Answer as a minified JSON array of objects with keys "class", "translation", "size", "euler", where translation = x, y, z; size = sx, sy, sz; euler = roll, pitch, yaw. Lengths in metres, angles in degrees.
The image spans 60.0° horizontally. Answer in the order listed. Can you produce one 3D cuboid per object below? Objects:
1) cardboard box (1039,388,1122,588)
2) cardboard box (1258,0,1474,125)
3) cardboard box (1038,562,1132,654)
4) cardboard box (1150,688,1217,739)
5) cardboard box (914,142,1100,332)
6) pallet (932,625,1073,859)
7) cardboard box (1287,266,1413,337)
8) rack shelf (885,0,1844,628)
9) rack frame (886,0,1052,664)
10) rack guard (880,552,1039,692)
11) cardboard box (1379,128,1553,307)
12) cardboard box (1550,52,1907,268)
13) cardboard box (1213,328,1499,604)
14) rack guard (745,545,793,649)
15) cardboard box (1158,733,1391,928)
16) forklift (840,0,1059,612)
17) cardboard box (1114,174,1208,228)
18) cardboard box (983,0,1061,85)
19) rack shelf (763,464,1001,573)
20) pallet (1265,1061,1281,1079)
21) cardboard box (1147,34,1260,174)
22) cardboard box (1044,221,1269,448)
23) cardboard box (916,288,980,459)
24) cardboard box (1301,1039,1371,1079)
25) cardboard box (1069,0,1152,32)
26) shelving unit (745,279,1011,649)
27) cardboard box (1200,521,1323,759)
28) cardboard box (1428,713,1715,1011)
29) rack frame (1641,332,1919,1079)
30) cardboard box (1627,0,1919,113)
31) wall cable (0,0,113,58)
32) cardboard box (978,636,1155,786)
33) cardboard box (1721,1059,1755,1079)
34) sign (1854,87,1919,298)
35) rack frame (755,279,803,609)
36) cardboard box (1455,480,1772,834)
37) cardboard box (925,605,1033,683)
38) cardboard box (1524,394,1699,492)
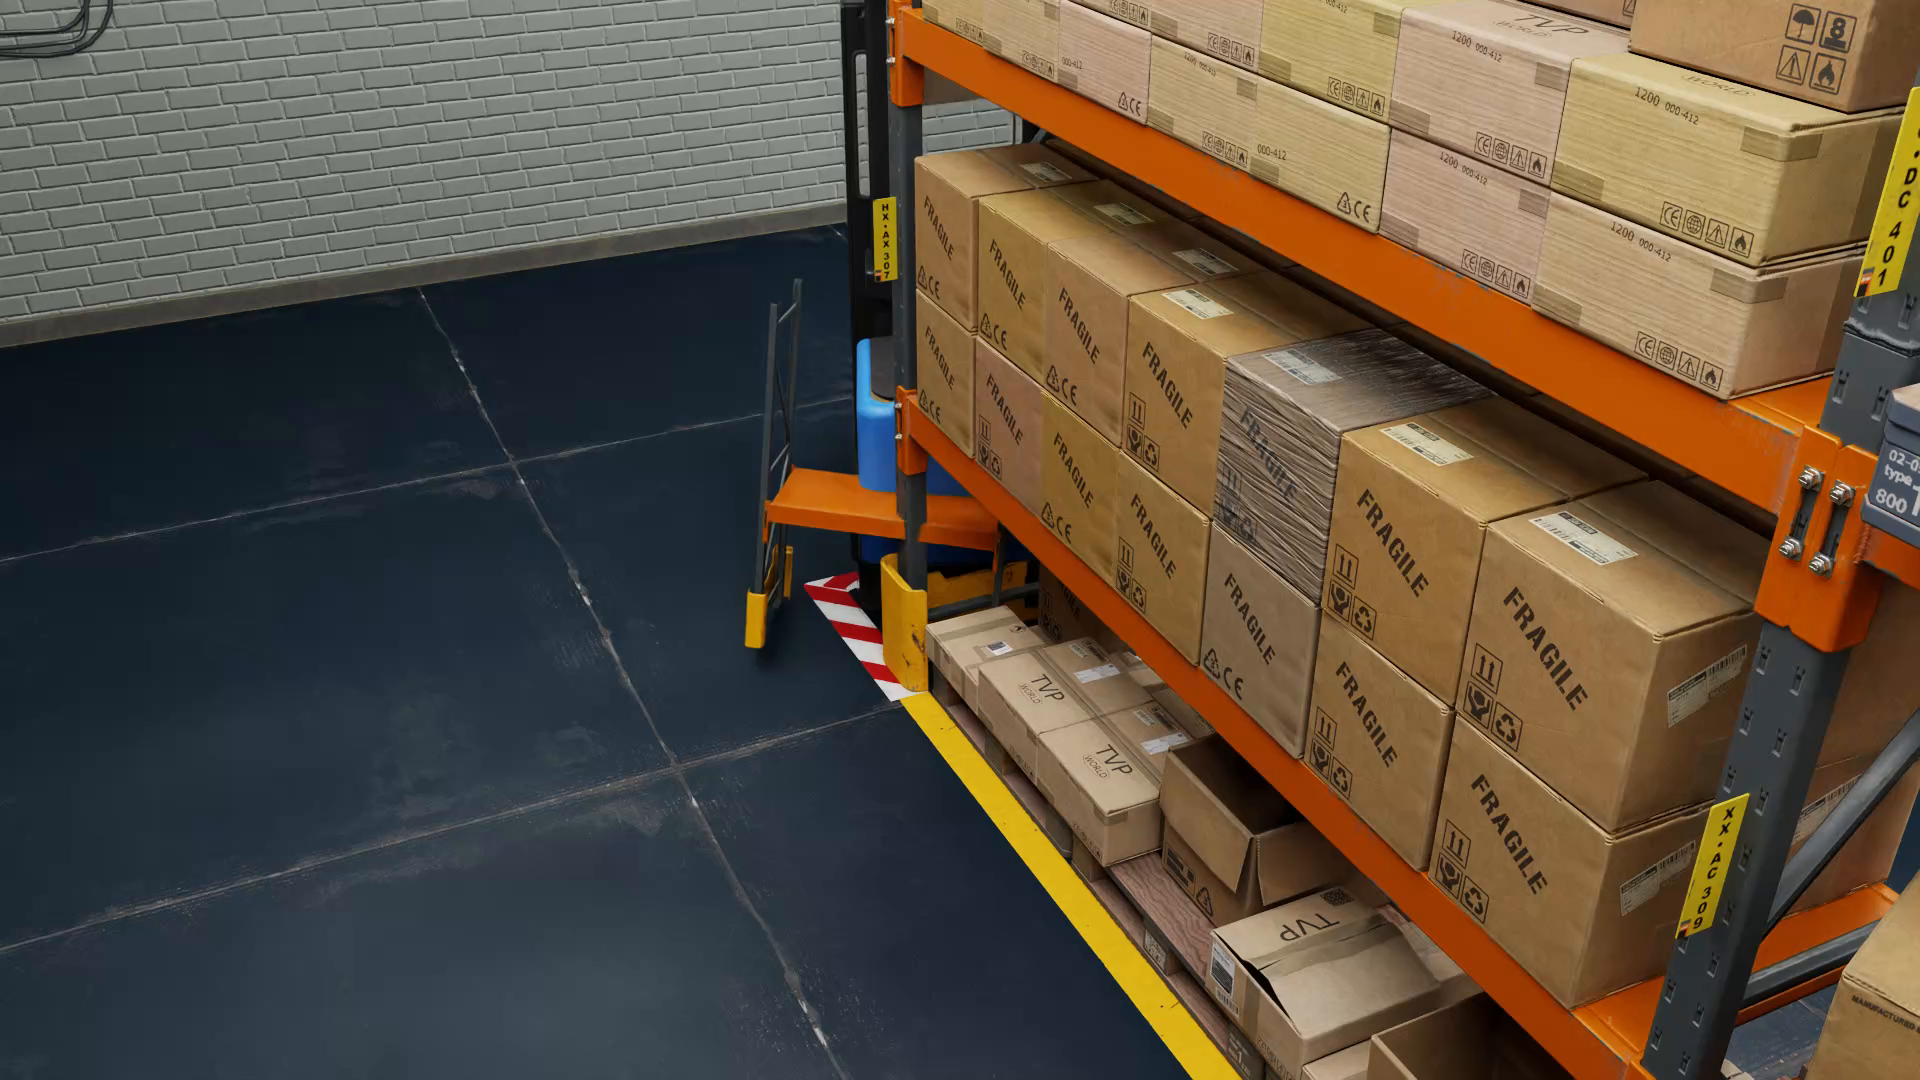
[{"class":"cardboard box","translation":[0.601,-0.223,5.479],"size":[0.500,0.500,0.500],"euler":[-13,32,-22]},{"class":"cardboard box","translation":[1.048,-1.175,3.853],"size":[0.500,0.250,0.500],"euler":[-13,32,-22]},{"class":"cardboard box","translation":[0.665,0.207,6.920],"size":[0.500,0.500,0.500],"euler":[-13,32,-22]},{"class":"cardboard box","translation":[1.046,0.742,6.222],"size":[0.500,0.250,0.500],"euler":[-13,32,-22]},{"class":"cardboard box","translation":[0.162,-1.108,6.035],"size":[0.500,0.500,0.500],"euler":[-12,31,-20]},{"class":"pallet","translation":[0.585,0.722,6.747],"size":[1.003,0.211,1.213],"euler":[-13,32,-22]},{"class":"cardboard box","translation":[1.314,-0.543,5.027],"size":[0.500,0.500,0.500],"euler":[-12,31,-20]},{"class":"rack shelf","translation":[1.068,-0.991,4.619],"size":[1.077,0.370,4.000],"euler":[-13,32,-22]},{"class":"rack frame","translation":[0.209,-0.880,6.752],"size":[1.000,3.000,0.127],"euler":[-13,32,-22]},{"class":"rack guard","translation":[0.242,0.244,7.304],"size":[1.175,0.500,0.348],"euler":[-13,32,-22]},{"class":"cardboard box","translation":[1.272,-0.738,3.586],"size":[0.500,0.250,0.500],"euler":[-13,32,-22]},{"class":"cardboard box","translation":[1.472,-0.732,3.063],"size":[0.500,0.250,0.500],"euler":[-13,32,-22]},{"class":"cardboard box","translation":[1.037,-0.210,4.433],"size":[0.500,0.500,0.500],"euler":[-13,32,-22]},{"class":"rack guard","translation":[-0.846,0.245,7.392],"size":[0.087,0.250,0.587],"euler":[7,21,4]},{"class":"cardboard box","translation":[1.115,0.955,5.582],"size":[0.797,0.503,0.637],"euler":[-13,32,-22]},{"class":"forklift","translation":[-0.010,-1.641,8.179],"size":[1.130,2.935,3.031],"euler":[-2,29,-3]},{"class":"cardboard box","translation":[0.866,-0.998,5.838],"size":[0.500,0.500,0.500],"euler":[-12,32,-21]},{"class":"cardboard box","translation":[0.403,-1.619,5.157],"size":[0.500,0.250,0.500],"euler":[-13,32,-22]},{"class":"rack shelf","translation":[-0.302,-0.102,7.194],"size":[1.000,0.185,0.538],"euler":[7,21,4]},{"class":"pallet","translation":[1.632,1.800,4.825],"size":[1.003,0.211,1.213],"euler":[-13,32,-22]},{"class":"cardboard box","translation":[0.840,-1.179,4.372],"size":[0.500,0.250,0.500],"euler":[-13,32,-22]},{"class":"cardboard box","translation":[0.603,-0.657,5.230],"size":[0.500,0.500,0.500],"euler":[-13,32,-21]},{"class":"cardboard box","translation":[0.162,-0.672,6.280],"size":[0.500,0.500,0.500],"euler":[-12,32,-21]},{"class":"cardboard box","translation":[1.210,1.593,4.807],"size":[0.380,0.149,0.250],"euler":[-13,32,-22]},{"class":"cardboard box","translation":[0.623,-1.617,4.643],"size":[0.500,0.250,0.500],"euler":[-13,32,-22]},{"class":"shelving unit","translation":[-0.294,-0.270,7.130],"size":[1.083,1.500,0.587],"euler":[7,21,4]},{"class":"cardboard box","translation":[1.035,0.223,4.684],"size":[0.500,0.500,0.500],"euler":[-12,32,-21]},{"class":"cardboard box","translation":[1.480,0.676,3.875],"size":[0.500,0.500,0.500],"euler":[-13,32,-21]},{"class":"rack frame","translation":[1.926,0.887,3.601],"size":[1.000,3.000,0.127],"euler":[-13,32,-22]},{"class":"cardboard box","translation":[1.683,-1.108,2.967],"size":[0.700,0.500,0.500],"euler":[-13,32,-22]},{"class":"wall cable","translation":[-6.368,-3.674,8.776],"size":[3.097,2.526,0.112],"euler":[-13,32,-22]},{"class":"cardboard box","translation":[0.401,0.648,6.389],"size":[0.500,0.250,0.500],"euler":[-13,32,-22]},{"class":"cardboard box","translation":[1.942,1.637,4.563],"size":[0.500,0.311,0.500],"euler":[-13,32,-22]},{"class":"sign","translation":[1.440,-0.530,2.532],"size":[0.100,0.325,0.005],"euler":[-13,32,-22]},{"class":"rack frame","translation":[-0.788,-0.335,7.166],"size":[0.032,1.500,0.500],"euler":[7,21,4]},{"class":"cardboard box","translation":[1.476,0.238,3.634],"size":[0.500,0.500,0.500],"euler":[-13,32,-22]},{"class":"cardboard box","translation":[0.079,0.429,6.884],"size":[0.380,0.149,0.250],"euler":[-13,32,-22]},{"class":"cardboard box","translation":[1.756,-0.088,4.215],"size":[0.500,0.500,0.500],"euler":[-14,32,-24]}]
